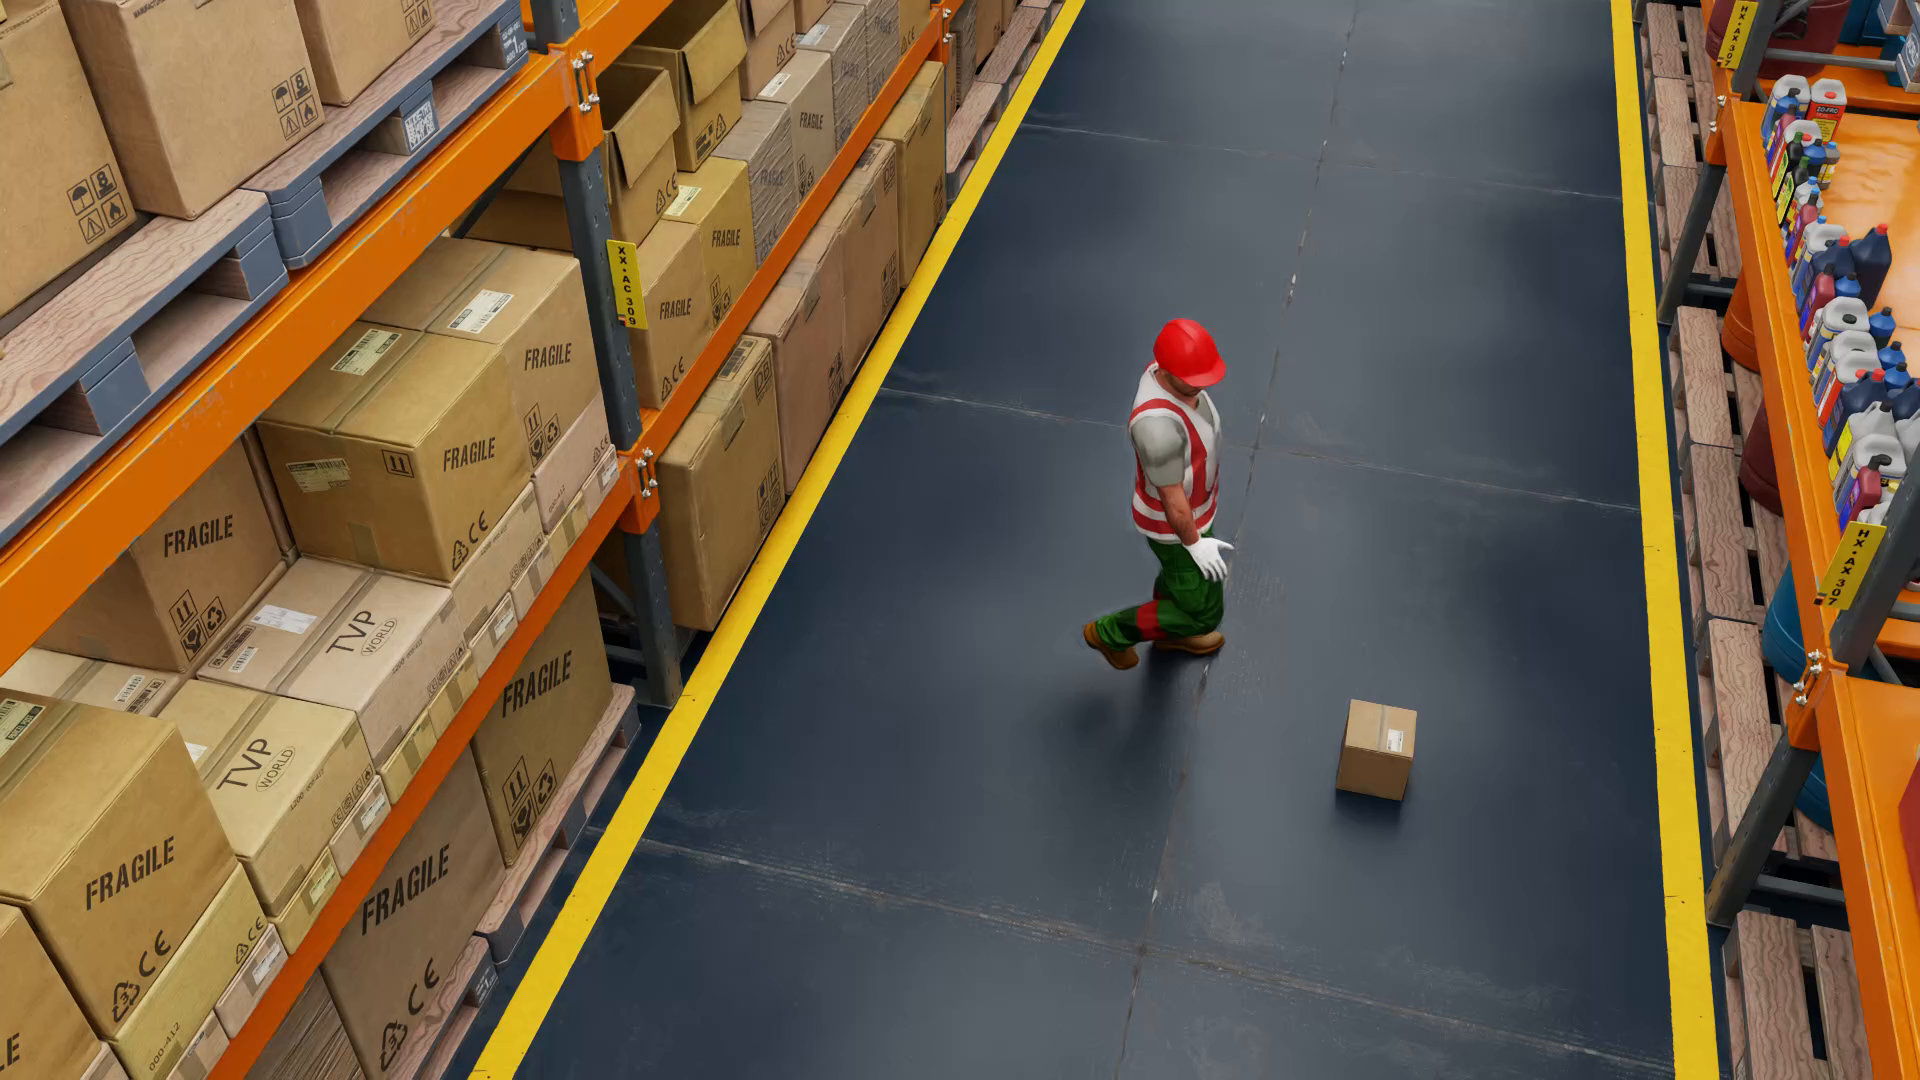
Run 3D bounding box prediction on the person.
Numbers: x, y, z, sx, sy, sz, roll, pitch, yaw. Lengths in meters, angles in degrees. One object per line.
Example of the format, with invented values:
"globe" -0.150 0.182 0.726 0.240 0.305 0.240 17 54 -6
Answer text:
"person" 0.786 -0.118 6.268 0.558 1.764 0.577 8 41 9
